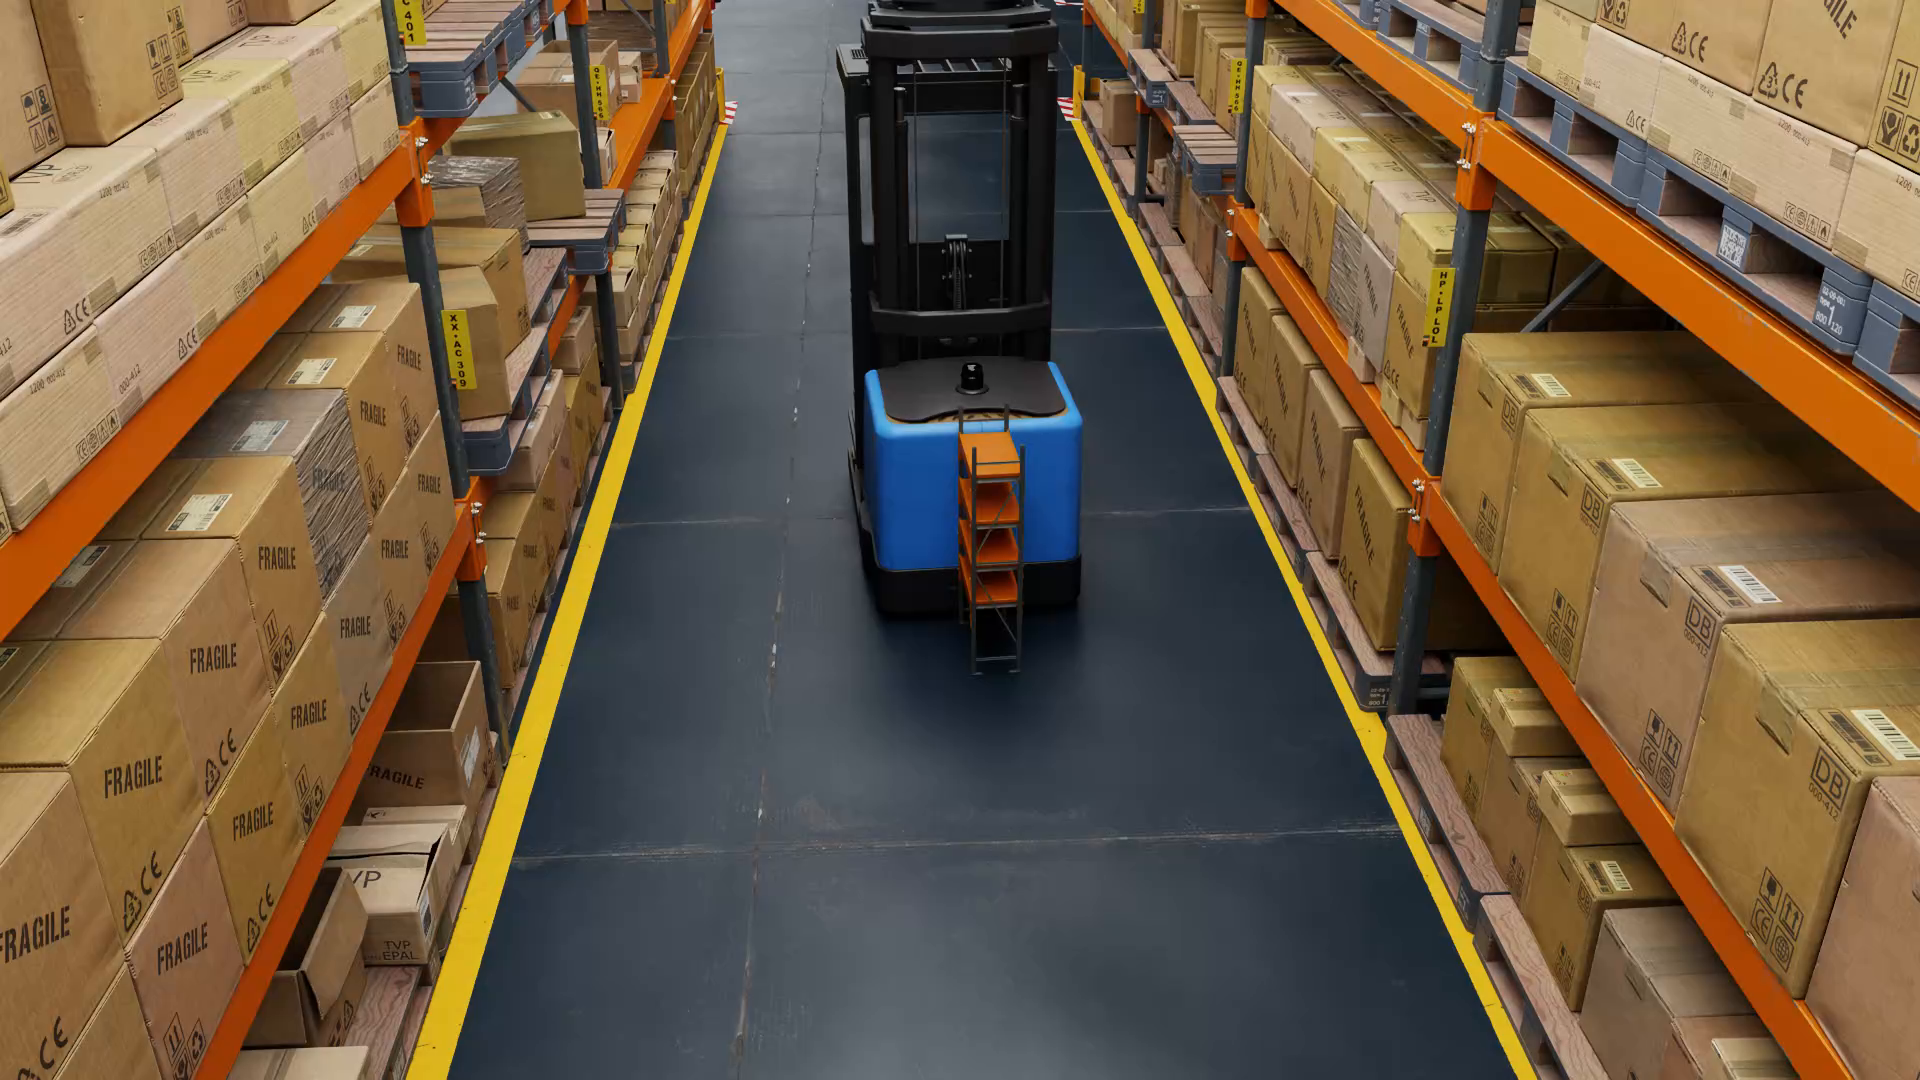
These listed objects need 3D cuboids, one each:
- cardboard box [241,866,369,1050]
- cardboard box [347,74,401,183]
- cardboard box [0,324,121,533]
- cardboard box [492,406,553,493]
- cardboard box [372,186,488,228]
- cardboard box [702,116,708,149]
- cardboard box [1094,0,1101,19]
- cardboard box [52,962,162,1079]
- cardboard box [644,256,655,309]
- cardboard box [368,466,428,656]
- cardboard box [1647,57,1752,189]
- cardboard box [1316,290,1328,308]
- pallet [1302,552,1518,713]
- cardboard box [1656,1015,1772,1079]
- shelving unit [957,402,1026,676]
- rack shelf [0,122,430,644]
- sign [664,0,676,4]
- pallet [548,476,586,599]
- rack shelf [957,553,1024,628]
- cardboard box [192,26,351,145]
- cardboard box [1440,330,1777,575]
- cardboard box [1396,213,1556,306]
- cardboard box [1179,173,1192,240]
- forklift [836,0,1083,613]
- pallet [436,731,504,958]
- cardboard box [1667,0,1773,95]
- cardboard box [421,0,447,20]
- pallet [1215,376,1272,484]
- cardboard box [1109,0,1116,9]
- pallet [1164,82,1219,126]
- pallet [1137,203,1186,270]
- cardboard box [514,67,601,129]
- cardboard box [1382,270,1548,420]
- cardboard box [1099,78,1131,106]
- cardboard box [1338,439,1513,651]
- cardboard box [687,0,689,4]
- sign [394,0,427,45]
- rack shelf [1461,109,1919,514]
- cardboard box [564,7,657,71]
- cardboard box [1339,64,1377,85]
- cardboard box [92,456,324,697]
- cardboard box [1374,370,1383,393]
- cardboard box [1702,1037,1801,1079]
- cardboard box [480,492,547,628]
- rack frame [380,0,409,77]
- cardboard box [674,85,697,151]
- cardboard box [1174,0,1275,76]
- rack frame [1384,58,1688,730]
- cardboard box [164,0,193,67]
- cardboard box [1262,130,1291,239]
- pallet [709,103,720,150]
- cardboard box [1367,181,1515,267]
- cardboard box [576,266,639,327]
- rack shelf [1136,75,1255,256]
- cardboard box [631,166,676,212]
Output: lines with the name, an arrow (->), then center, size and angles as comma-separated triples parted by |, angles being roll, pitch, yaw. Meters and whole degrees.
cardboard box -> -2.397, 1.439, 5.472 | 0.797, 0.503, 0.637 | -1, 28, -3
cardboard box -> -2.209, -1.386, 5.582 | 0.500, 0.250, 0.500 | -1, 28, -3
cardboard box -> -2.077, -0.232, 3.369 | 0.500, 0.250, 0.500 | -1, 28, -3
cardboard box -> -2.334, -0.451, 8.288 | 0.500, 0.250, 0.500 | -1, 28, -3
cardboard box -> -2.654, -1.386, 8.101 | 0.700, 0.500, 0.500 | -8, 29, -16
cardboard box -> -2.713, -3.917, 16.035 | 0.500, 0.250, 0.500 | -1, 28, -3
cardboard box -> 1.590, -5.238, 16.190 | 0.500, 0.250, 0.500 | -2, 28, -3
cardboard box -> -2.051, 1.251, 3.500 | 0.500, 0.500, 0.500 | -1, 28, -2
cardboard box -> -2.503, -1.876, 12.123 | 0.500, 0.250, 0.500 | -2, 28, -4
cardboard box -> -2.189, 0.078, 5.749 | 0.500, 0.500, 0.500 | -1, 28, -1
cardboard box -> 2.266, -1.158, 4.583 | 0.500, 0.250, 0.500 | -2, 28, -4
cardboard box -> 2.115, -1.341, 8.828 | 0.380, 0.149, 0.250 | -1, 28, -2
pallet -> 2.331, 0.420, 8.217 | 1.003, 0.211, 1.213 | -1, 28, -3
cardboard box -> 2.493, 1.755, 4.890 | 0.700, 0.500, 0.500 | -1, 28, -3
shelving unit -> 0.143, -0.002, 7.956 | 0.258, 1.200, 0.503 | -3, 28, -6
rack shelf -> -2.396, -0.428, 4.361 | 1.077, 0.370, 4.000 | -1, 28, -3
sign -> -2.376, -4.531, 13.527 | 0.100, 0.325, 0.005 | -1, 28, -3
pallet -> -2.647, -0.044, 9.106 | 1.003, 0.211, 1.213 | -1, 28, -3
rack shelf -> 0.143, 0.234, 8.079 | 0.258, 0.148, 0.480 | -3, 28, -6
cardboard box -> -2.181, -1.377, 5.024 | 0.500, 0.250, 0.500 | -1, 28, -3
cardboard box -> 2.459, -0.344, 6.342 | 0.980, 0.700, 0.700 | -1, 28, -2
cardboard box -> 2.167, -1.189, 7.024 | 0.500, 0.250, 0.500 | -1, 28, -1
cardboard box -> 2.161, -2.666, 13.346 | 0.700, 0.500, 0.500 | -2, 28, -4
forklift -> -0.077, -1.586, 9.122 | 1.130, 2.935, 3.031 | -3, 28, -6
pallet -> -2.465, 1.213, 6.696 | 1.003, 0.211, 1.213 | -1, 28, -3
cardboard box -> 2.268, -1.487, 4.403 | 0.500, 0.500, 0.500 | -1, 28, -2
cardboard box -> -2.510, -2.488, 6.863 | 0.600, 0.600, 0.600 | -2, 28, -3
pallet -> 2.204, -0.707, 10.377 | 1.003, 0.211, 1.213 | -1, 28, -3
cardboard box -> 1.648, -5.105, 15.125 | 0.500, 0.500, 0.500 | -2, 28, -4
pallet -> 2.094, -3.137, 12.229 | 1.003, 0.211, 1.213 | -1, 28, -3
pallet -> 2.071, -2.561, 13.931 | 1.003, 0.211, 1.213 | -1, 28, -3
cardboard box -> -2.813, -3.007, 11.663 | 0.500, 0.500, 0.500 | -3, 28, -5
cardboard box -> 2.171, -0.854, 7.193 | 0.500, 0.500, 0.500 | -2, 28, -3
cardboard box -> 1.766, -4.685, 17.421 | 0.500, 0.311, 0.500 | -4, 28, -8
cardboard box -> 2.283, 0.008, 7.862 | 0.750, 0.750, 0.750 | -1, 28, -2
cardboard box -> -3.115, -5.711, 16.848 | 0.700, 0.500, 0.500 | -1, 28, -3
sign -> -1.959, -1.917, 5.878 | 0.100, 0.325, 0.005 | -1, 28, -3
rack shelf -> 2.551, -0.549, 4.594 | 1.077, 0.370, 4.000 | -1, 28, -3
cardboard box -> -2.947, -4.284, 14.113 | 0.700, 0.500, 0.500 | -2, 28, -4
cardboard box -> 2.520, -2.624, 9.775 | 0.500, 0.250, 0.500 | -1, 28, -1
cardboard box -> -2.135, 0.101, 4.624 | 0.500, 0.500, 0.500 | -2, 28, -3
cardboard box -> 2.141, -0.745, 7.686 | 0.380, 0.149, 0.250 | -1, 28, -1
cardboard box -> 2.316, 1.526, 4.628 | 0.380, 0.149, 0.250 | -1, 28, -1
cardboard box -> -2.321, 0.097, 8.047 | 0.500, 0.500, 0.500 | -1, 28, -2
rack frame -> -2.500, -3.001, 5.272 | 1.000, 3.000, 0.127 | -1, 28, -3
cardboard box -> -2.663, -3.787, 14.976 | 0.500, 0.500, 0.500 | -1, 28, -3
cardboard box -> 2.043, -3.902, 12.904 | 0.700, 0.500, 0.500 | 1, 28, 3
rack frame -> 2.447, -0.462, 6.892 | 1.000, 3.000, 0.127 | -1, 28, -3
cardboard box -> -2.520, -1.470, 4.391 | 0.700, 0.500, 0.500 | -1, 28, -3
cardboard box -> 2.026, -2.022, 9.431 | 0.500, 0.500, 0.500 | 0, 28, -1
pallet -> -3.045, -4.294, 17.255 | 1.003, 0.211, 1.213 | -1, 28, -3
cardboard box -> 2.150, -1.426, 7.477 | 0.500, 0.250, 0.500 | -1, 28, -2
cardboard box -> -2.443, -1.653, 11.088 | 0.500, 0.311, 0.500 | 0, 28, -1
rack shelf -> 2.133, -2.914, 12.371 | 1.077, 0.370, 4.000 | -1, 28, -3
cardboard box -> -2.577, -2.831, 13.347 | 0.500, 0.311, 0.500 | -1, 28, -1
